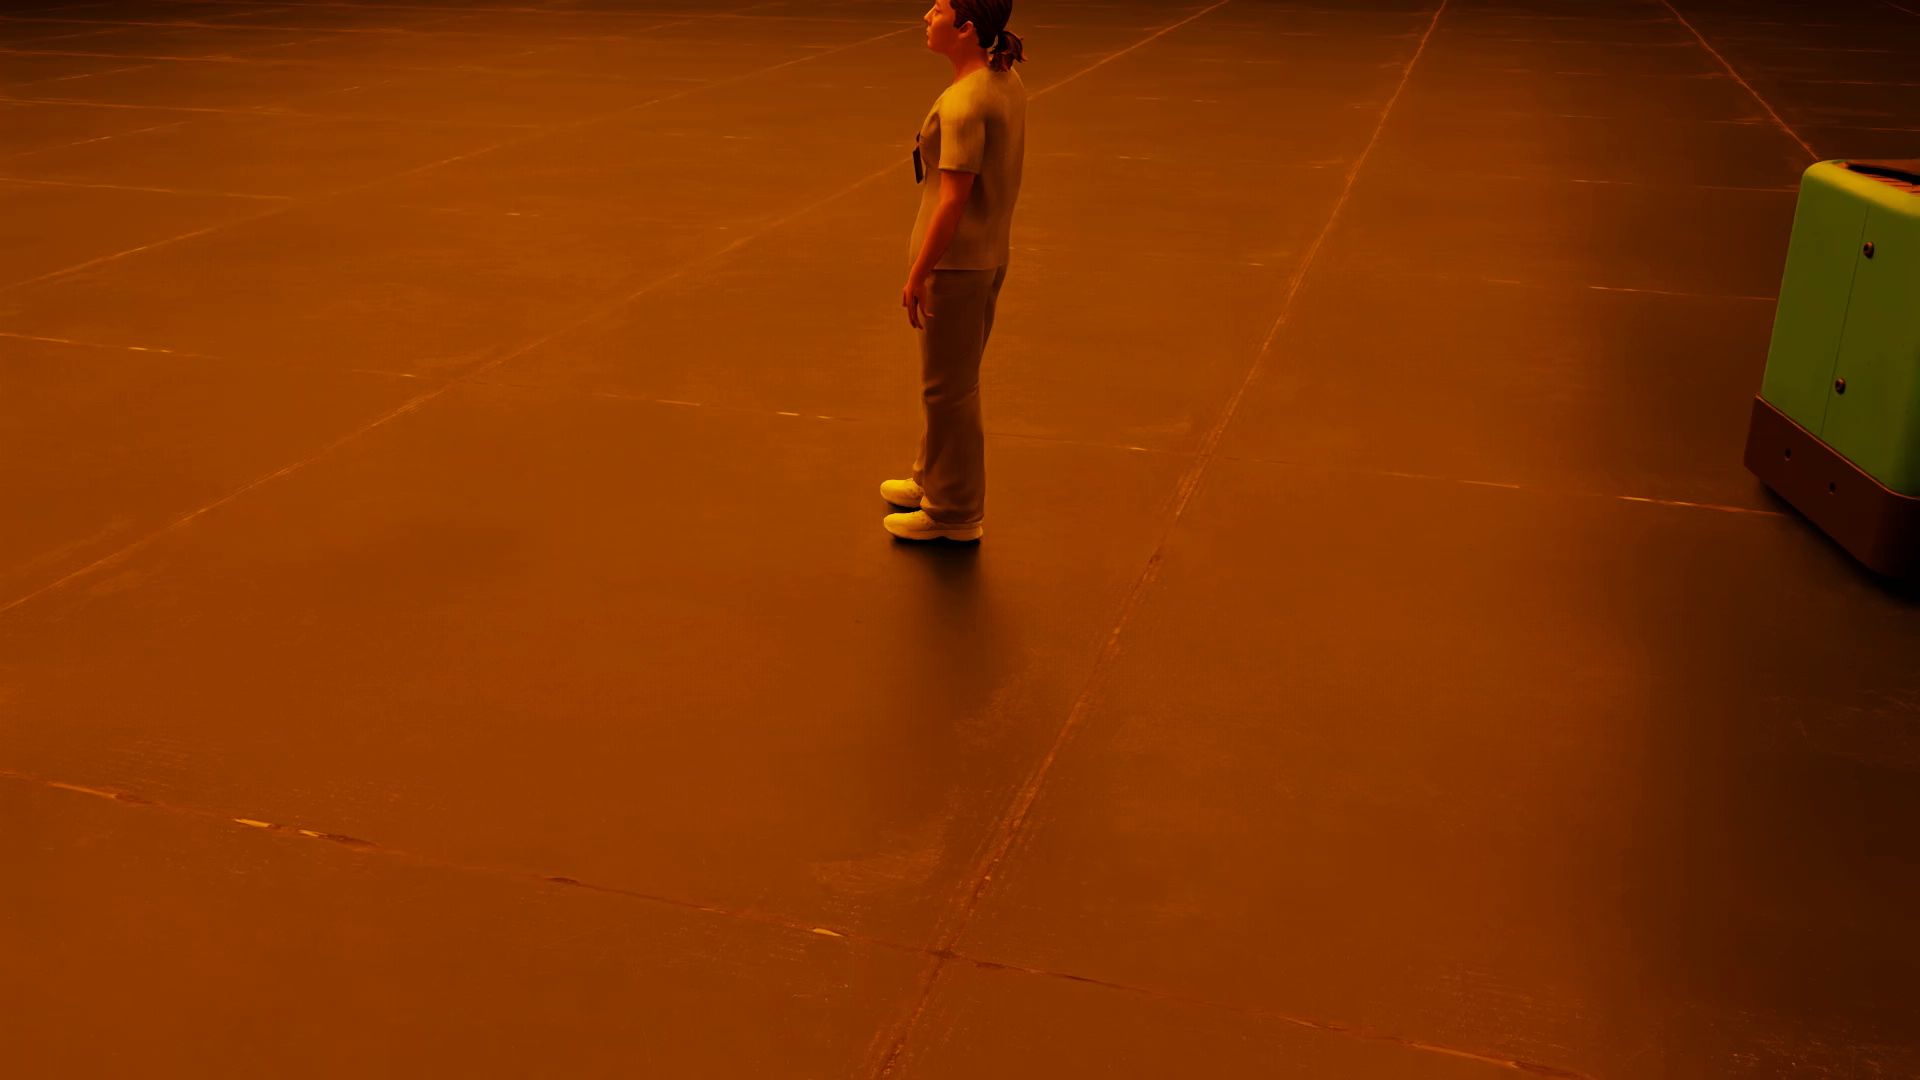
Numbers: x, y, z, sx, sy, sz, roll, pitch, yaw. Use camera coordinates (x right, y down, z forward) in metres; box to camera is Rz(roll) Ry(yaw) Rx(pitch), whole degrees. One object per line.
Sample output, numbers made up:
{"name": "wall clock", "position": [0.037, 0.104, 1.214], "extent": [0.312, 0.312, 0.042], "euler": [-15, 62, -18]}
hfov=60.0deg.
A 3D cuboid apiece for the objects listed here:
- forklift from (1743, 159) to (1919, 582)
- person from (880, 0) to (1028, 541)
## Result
{"name": "forklift", "position": [4.110, -1.358, 4.569], "extent": [3.031, 2.935, 1.130], "euler": [0, 22, 1]}
{"name": "person", "position": [-0.067, -0.795, 4.831], "extent": [0.548, 1.673, 0.549], "euler": [7, 23, 16]}
